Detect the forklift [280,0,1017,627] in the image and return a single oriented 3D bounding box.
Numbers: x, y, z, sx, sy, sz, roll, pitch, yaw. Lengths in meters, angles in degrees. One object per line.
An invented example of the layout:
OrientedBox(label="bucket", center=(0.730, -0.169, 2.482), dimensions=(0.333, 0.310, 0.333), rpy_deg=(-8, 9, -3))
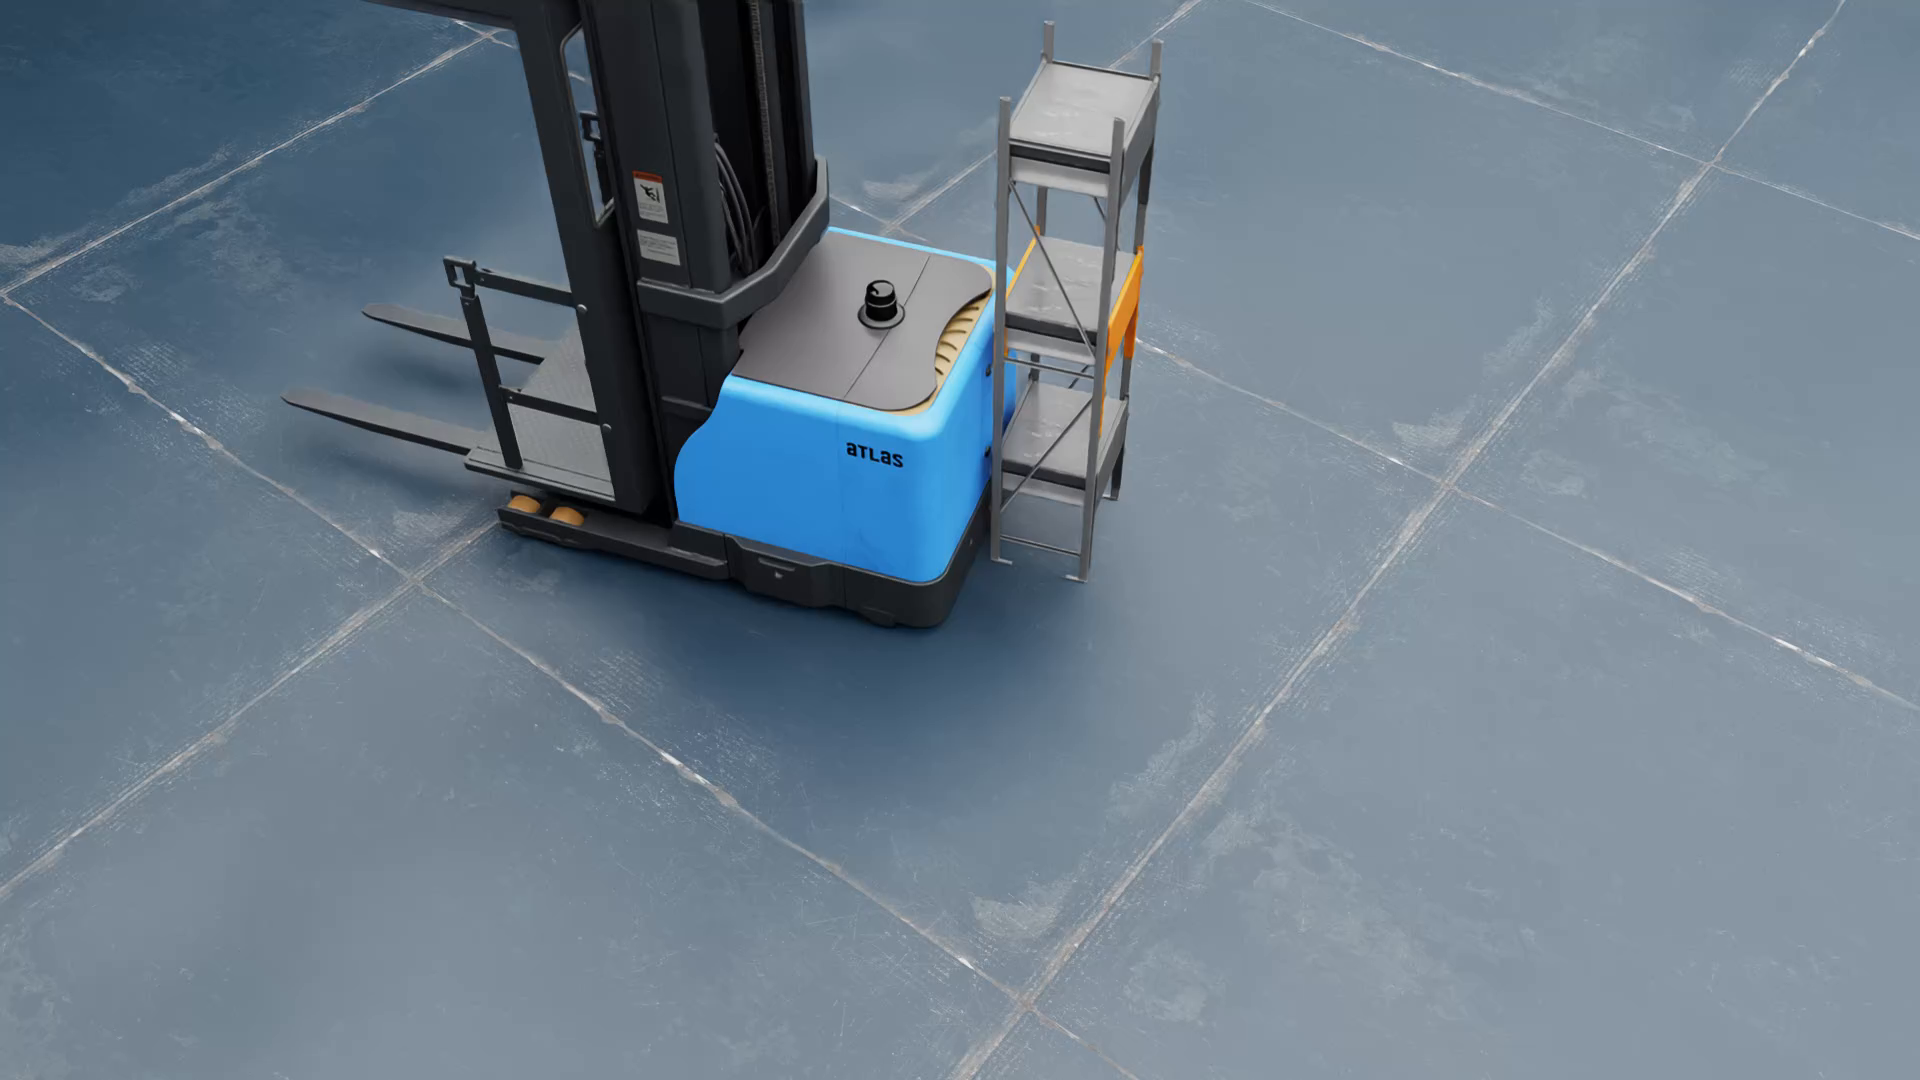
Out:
OrientedBox(label="forklift", center=(-1.336, -1.329, 5.993), dimensions=(3.031, 2.935, 1.130), rpy_deg=(14, 48, 13))

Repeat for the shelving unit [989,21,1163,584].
OrientedBox(label="shelving unit", center=(0.391, -0.769, 6.032), dimensions=(0.431, 2.100, 0.503), rpy_deg=(14, 48, 13))

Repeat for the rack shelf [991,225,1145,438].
OrientedBox(label="rack shelf", center=(0.391, -0.759, 6.042), dimensions=(0.431, 0.518, 0.480), rpy_deg=(14, 48, 13))

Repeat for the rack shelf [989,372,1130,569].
OrientedBox(label="rack shelf", center=(0.391, -0.276, 6.548), dimensions=(0.431, 0.518, 0.480), rpy_deg=(14, 48, 13))

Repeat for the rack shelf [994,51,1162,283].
OrientedBox(label="rack shelf", center=(0.391, -1.243, 5.536), dimensions=(0.431, 0.518, 0.480), rpy_deg=(14, 48, 13))

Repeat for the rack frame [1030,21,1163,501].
OrientedBox(label="rack frame", center=(0.468, -0.936, 6.192), dimensions=(0.400, 2.100, 0.015), rpy_deg=(14, 48, 13))

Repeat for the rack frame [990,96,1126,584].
OrientedBox(label="rack frame", center=(0.314, -0.601, 5.872), dimensions=(0.400, 2.100, 0.015), rpy_deg=(14, 48, 13))
